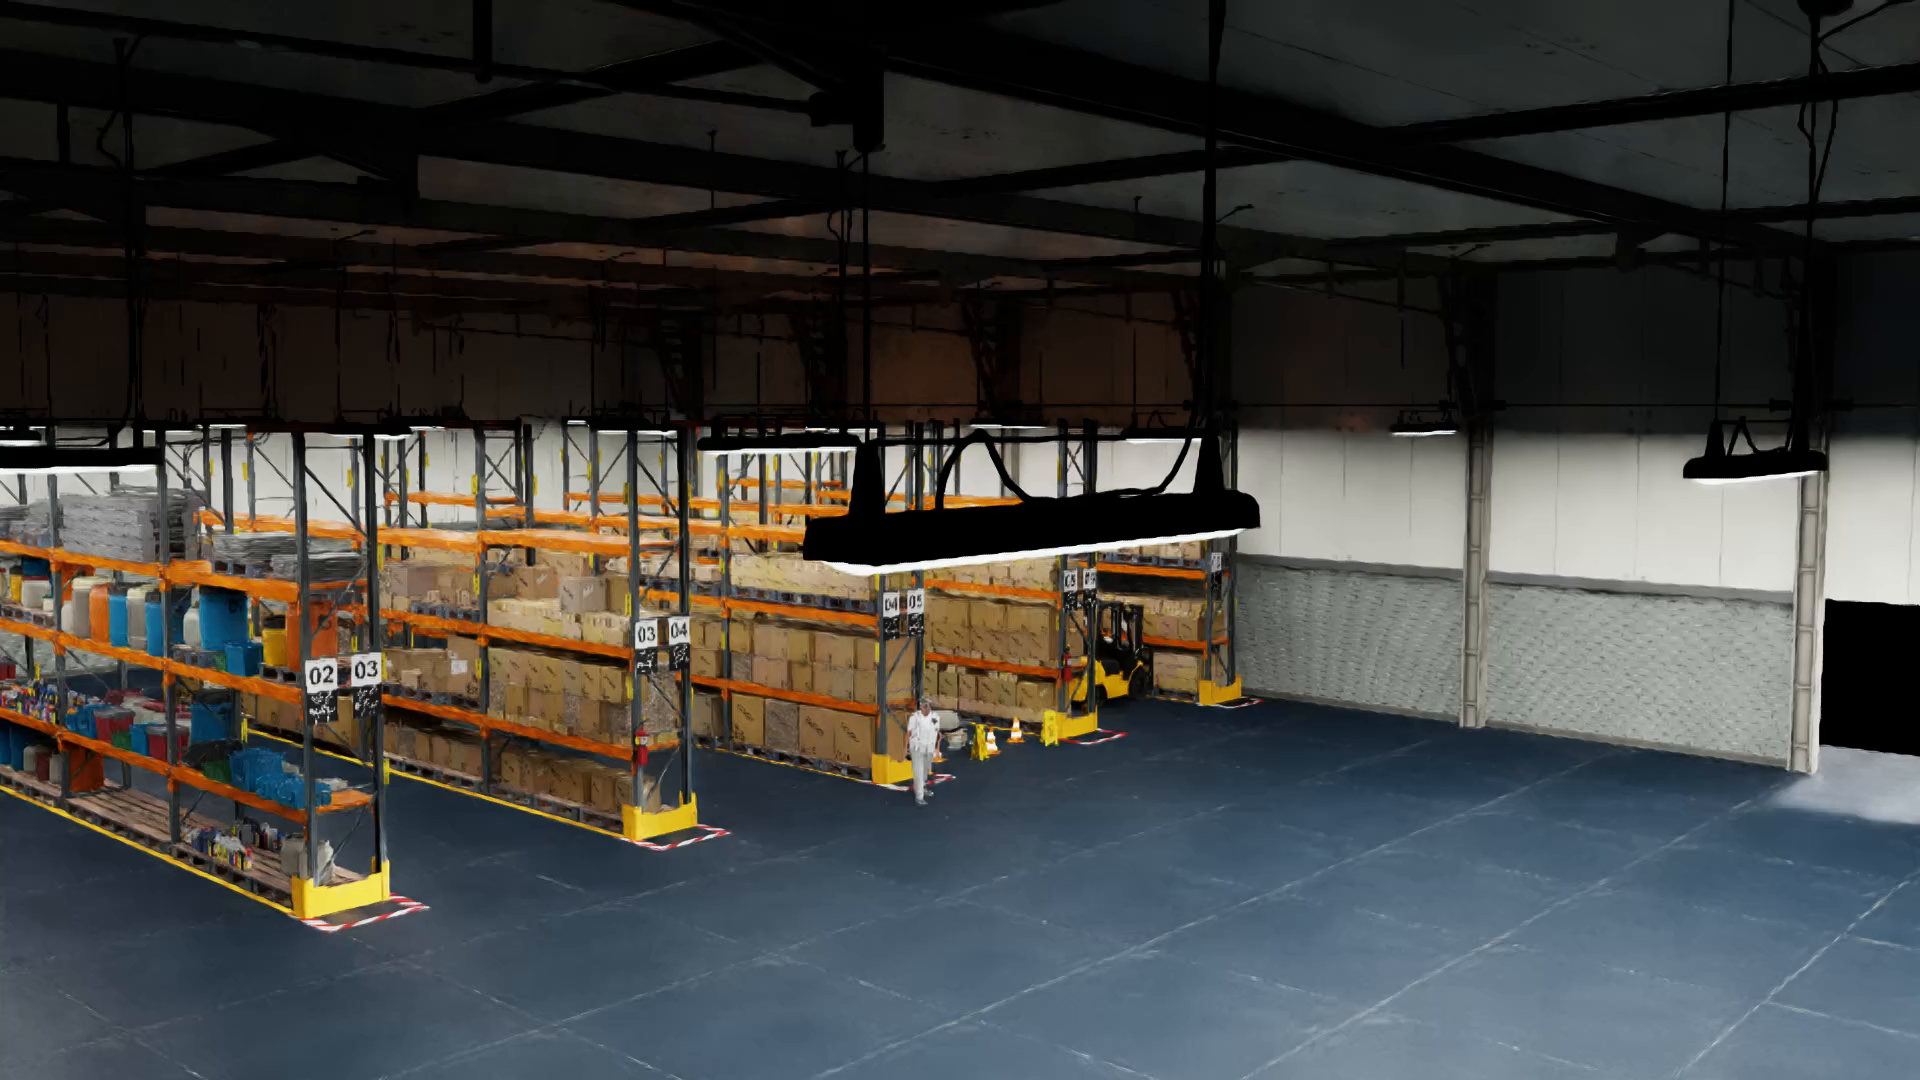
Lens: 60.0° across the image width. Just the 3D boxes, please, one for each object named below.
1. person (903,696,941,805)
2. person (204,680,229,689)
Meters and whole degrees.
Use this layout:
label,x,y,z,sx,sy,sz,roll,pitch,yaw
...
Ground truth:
label,x,y,z,sx,sy,sz,roll,pitch,yaw
person,-0.575,3.318,26.448,0.583,1.705,0.967,-2,5,-24
person,-13.793,3.000,30.859,1.088,1.589,0.456,5,7,44
